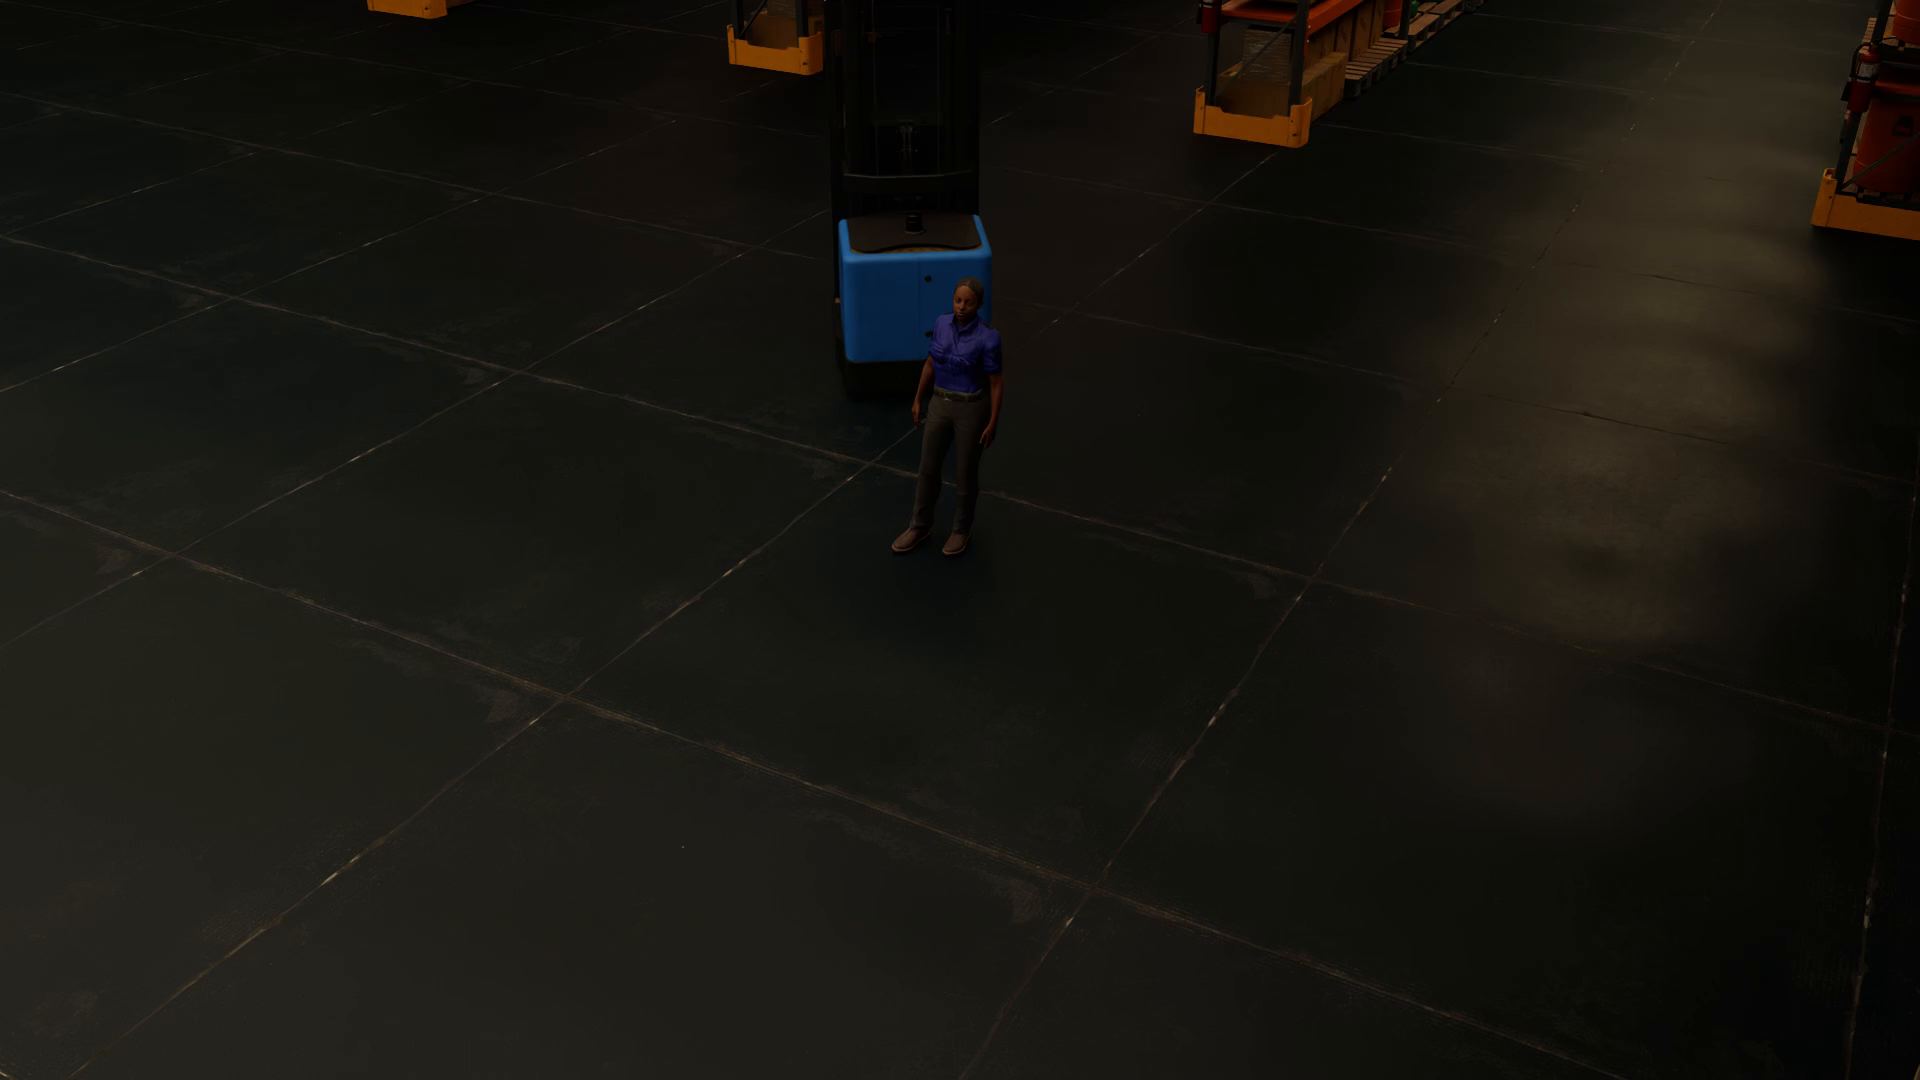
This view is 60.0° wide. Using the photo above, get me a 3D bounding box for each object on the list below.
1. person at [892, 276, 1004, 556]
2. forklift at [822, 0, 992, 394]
[{"bbox_3d":[-0.060,-0.690,9.527,0.569,1.656,0.503,15,33,25],"label":"person"},{"bbox_3d":[-0.432,-3.001,12.270,1.130,2.935,3.031,-3,30,-5],"label":"forklift"}]
